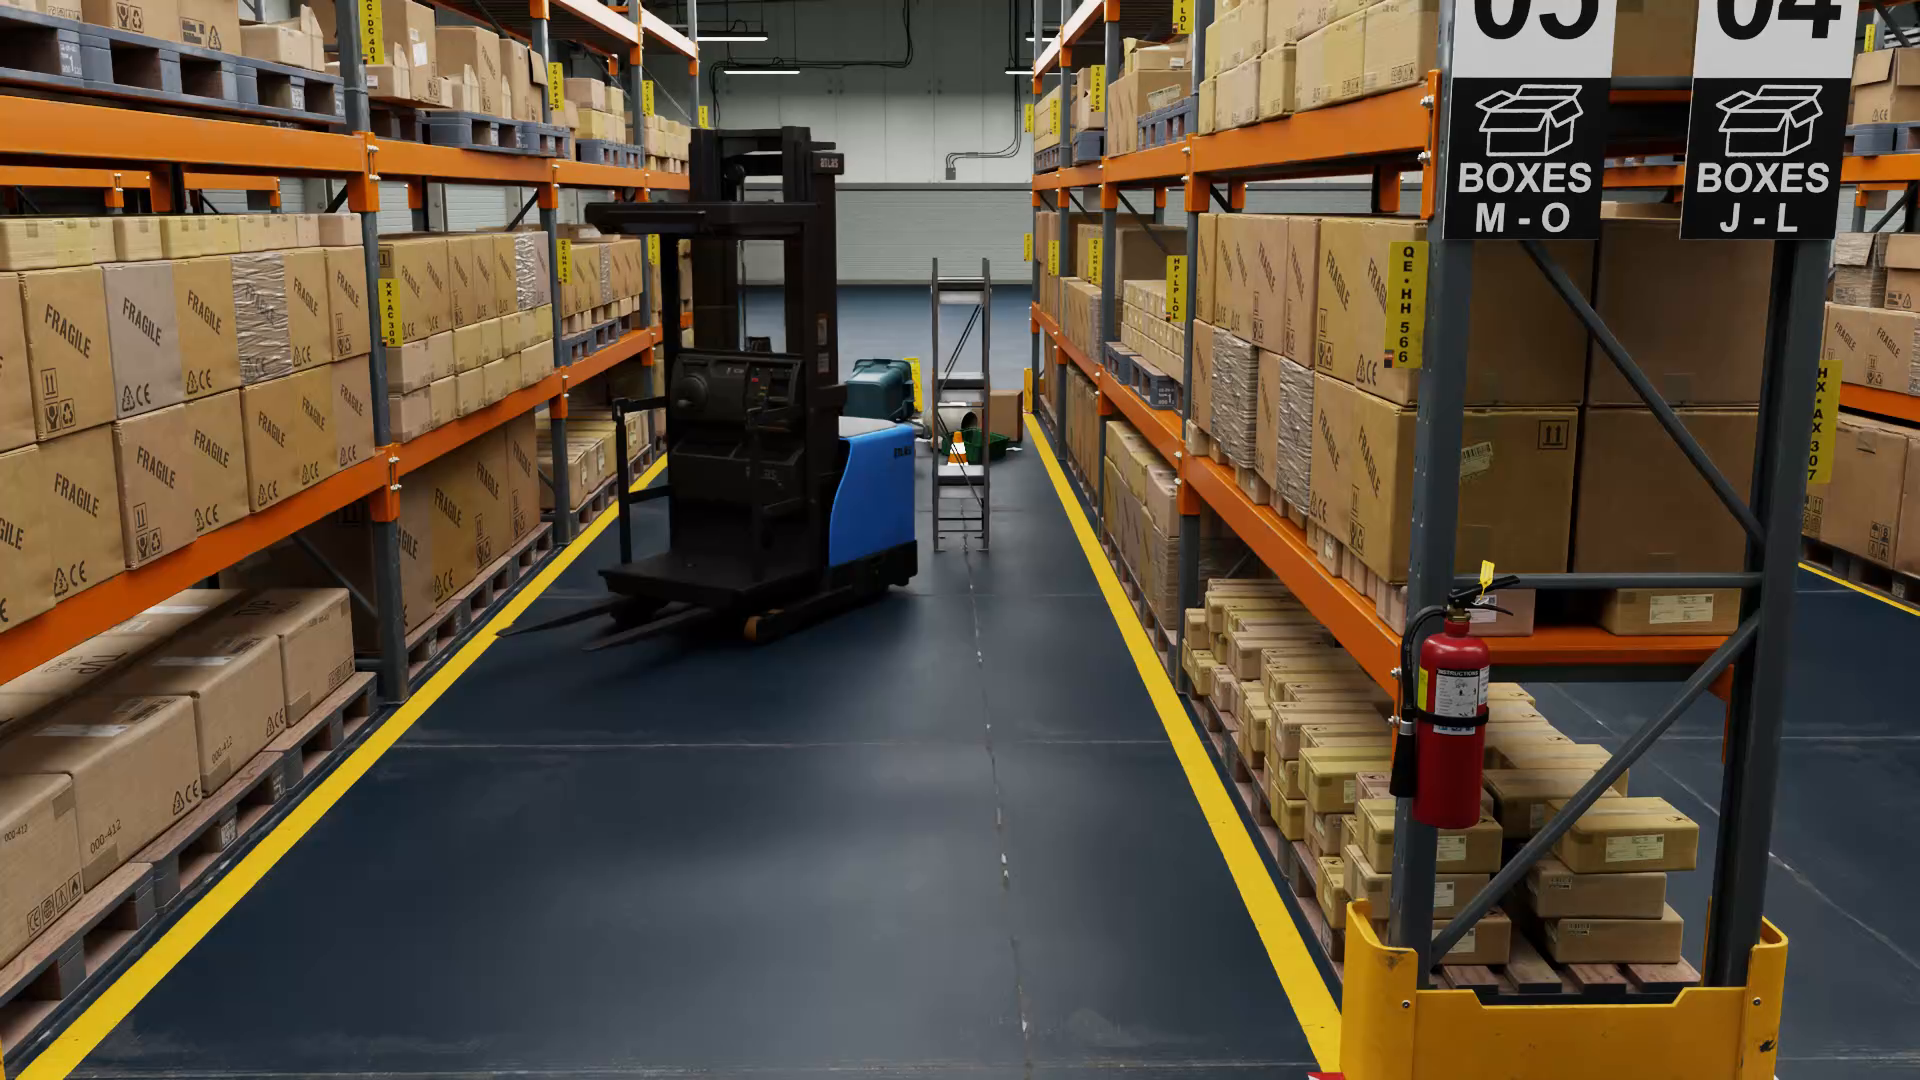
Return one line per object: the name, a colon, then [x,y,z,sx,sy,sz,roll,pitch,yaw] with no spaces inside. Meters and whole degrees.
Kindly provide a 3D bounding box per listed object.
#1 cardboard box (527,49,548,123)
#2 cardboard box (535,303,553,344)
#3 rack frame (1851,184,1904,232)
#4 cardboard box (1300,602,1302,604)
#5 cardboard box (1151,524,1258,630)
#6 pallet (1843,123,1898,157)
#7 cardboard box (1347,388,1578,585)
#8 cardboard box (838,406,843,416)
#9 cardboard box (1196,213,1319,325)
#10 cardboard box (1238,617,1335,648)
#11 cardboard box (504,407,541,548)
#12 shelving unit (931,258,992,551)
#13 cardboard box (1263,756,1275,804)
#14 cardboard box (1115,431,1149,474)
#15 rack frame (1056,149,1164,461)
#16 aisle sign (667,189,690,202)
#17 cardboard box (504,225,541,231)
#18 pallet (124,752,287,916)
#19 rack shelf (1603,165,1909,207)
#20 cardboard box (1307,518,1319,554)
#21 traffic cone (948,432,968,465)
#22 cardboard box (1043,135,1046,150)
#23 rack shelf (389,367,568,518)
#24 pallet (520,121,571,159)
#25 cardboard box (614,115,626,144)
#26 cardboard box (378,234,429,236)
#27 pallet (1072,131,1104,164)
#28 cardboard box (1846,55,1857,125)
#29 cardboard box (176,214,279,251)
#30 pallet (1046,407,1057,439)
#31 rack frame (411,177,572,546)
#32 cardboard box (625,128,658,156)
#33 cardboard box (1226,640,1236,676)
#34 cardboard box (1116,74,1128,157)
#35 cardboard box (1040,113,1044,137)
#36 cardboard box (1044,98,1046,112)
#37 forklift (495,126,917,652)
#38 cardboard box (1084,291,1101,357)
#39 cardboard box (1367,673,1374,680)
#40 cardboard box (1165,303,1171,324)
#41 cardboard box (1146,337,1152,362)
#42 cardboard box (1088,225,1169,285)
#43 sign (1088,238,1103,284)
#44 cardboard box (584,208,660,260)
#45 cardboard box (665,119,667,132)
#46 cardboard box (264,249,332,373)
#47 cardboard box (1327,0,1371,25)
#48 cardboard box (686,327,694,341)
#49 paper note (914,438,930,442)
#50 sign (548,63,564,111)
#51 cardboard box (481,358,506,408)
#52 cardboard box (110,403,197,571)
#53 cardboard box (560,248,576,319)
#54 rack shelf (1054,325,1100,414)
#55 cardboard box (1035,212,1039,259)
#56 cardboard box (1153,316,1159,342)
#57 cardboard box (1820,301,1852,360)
cardboard box: [-3.245,-3.085,11.362,0.797,0.503,0.637,-1,12,-5]
cardboard box: [-3.140,-1.509,11.574,0.500,0.250,0.500,0,11,-1]
rack frame: [11.291,-3.084,20.218,1.000,3.000,0.127,0,11,-1]
cardboard box: [1.893,0.291,8.198,0.380,0.149,0.250,0,11,0]
cardboard box: [1.359,0.195,9.286,0.500,0.500,0.500,0,11,-2]
pallet: [6.571,-2.724,11.370,1.213,0.211,1.003,0,11,1]
cardboard box: [1.442,-0.166,4.835,0.500,0.500,0.500,0,11,0]
cardboard box: [-0.974,-1.342,17.566,0.797,0.637,0.503,0,11,-1]
cardboard box: [1.392,-1.273,7.773,0.500,0.500,0.500,0,11,0]
cardboard box: [1.455,0.448,7.427,0.380,0.149,0.250,-1,11,-3]
cardboard box: [-3.472,-0.460,11.570,0.875,0.875,0.875,0,11,-2]
shelving unit: [0.003,-0.996,12.188,0.431,2.100,0.503,0,11,-1]
cardboard box: [1.392,0.947,6.462,0.380,0.149,0.250,0,11,0]
cardboard box: [1.326,-0.583,11.233,0.500,0.250,0.500,0,11,-2]
rack frame: [1.461,-2.269,16.197,1.000,3.000,0.127,0,11,-1]
aisle sign: [-3.280,-4.311,19.725,0.394,0.787,0.004,0,11,-1]
cardboard box: [-3.705,-2.636,14.322,0.380,0.149,0.250,0,11,2]
pallet: [-3.355,1.123,6.492,1.003,0.211,1.213,0,11,-1]
rack shelf: [6.463,-2.989,14.012,1.077,0.370,4.000,0,11,-1]
cardboard box: [1.427,-0.026,5.776,0.380,0.149,0.250,-1,11,-4]
traffic cone: [-0.021,-0.753,15.105,0.336,0.463,0.334,0,11,-1]
cardboard box: [1.097,-4.295,17.963,0.380,0.149,0.250,0,11,-1]
rack shelf: [-3.362,-0.683,10.191,1.077,0.370,4.000,0,11,-1]
pallet: [-3.337,-2.683,11.169,1.213,0.211,1.003,0,11,1]
cardboard box: [-3.329,-3.715,15.104,0.500,0.250,0.500,0,11,-2]
cardboard box: [-3.623,-1.672,10.488,0.500,0.500,0.500,0,11,0]
pallet: [1.477,-2.979,12.628,1.213,0.211,1.003,0,11,1]
cardboard box: [6.752,-3.332,12.387,0.500,0.500,0.500,0,11,-1]
cardboard box: [-3.081,-1.282,6.938,0.380,0.149,0.250,0,11,-2]
pallet: [1.495,-1.297,18.420,1.003,0.211,1.213,0,11,-1]
rack frame: [-3.404,-1.433,12.079,1.000,3.000,0.127,0,11,-1]
cardboard box: [-3.222,-3.859,16.122,0.500,0.250,0.500,0,11,-2]
cardboard box: [1.449,0.539,7.725,0.380,0.149,0.250,0,11,-1]
cardboard box: [1.306,-2.779,10.915,0.500,0.500,0.500,0,11,-1]
cardboard box: [1.154,-4.563,18.282,0.500,0.250,0.500,0,11,-2]
cardboard box: [1.097,-4.685,17.883,0.380,0.149,0.250,0,11,0]
forklift: [-1.457,-0.939,9.814,1.130,2.935,3.031,7,13,29]
cardboard box: [1.257,-1.710,13.193,0.500,0.500,0.500,0,11,-1]
cardboard box: [1.923,0.636,7.245,0.380,0.149,0.250,0,11,0]
cardboard box: [1.405,-1.337,9.687,0.380,0.149,0.250,-1,11,-3]
cardboard box: [1.380,-1.203,10.520,0.380,0.149,0.250,0,11,0]
cardboard box: [1.499,-2.506,14.602,0.700,0.500,0.500,0,11,-1]
sign: [0.988,-2.038,12.148,0.100,0.325,0.005,0,11,-1]
cardboard box: [-3.279,-3.001,16.295,0.700,0.500,0.500,0,11,-2]
cardboard box: [-3.248,-4.289,17.236,0.380,0.149,0.250,0,11,-2]
cardboard box: [-3.033,-0.983,7.096,0.500,0.500,0.500,0,11,-2]
cardboard box: [1.433,-1.717,5.054,0.500,0.250,0.500,-1,11,-3]
cardboard box: [-3.217,-2.336,18.872,0.380,0.149,0.250,0,11,0]
paper note: [-0.397,-1.072,17.787,0.172,0.023,0.155,4,12,18]
sign: [-2.849,-3.196,11.724,0.100,0.325,0.005,0,11,-1]
cardboard box: [-3.074,-0.957,10.110,0.500,0.250,0.500,0,11,-2]
cardboard box: [-2.992,-0.190,5.700,0.500,0.500,0.500,0,11,-1]
cardboard box: [-3.182,-1.924,12.443,0.500,0.500,0.500,-1,11,-3]
rack shelf: [1.502,-1.519,14.309,1.077,0.370,4.000,0,11,-1]
cardboard box: [1.347,-3.593,19.630,0.875,0.550,0.550,0,11,-1]
cardboard box: [1.390,-1.295,10.228,0.380,0.149,0.250,0,11,1]
cardboard box: [6.242,-1.425,11.788,0.500,0.500,0.500,0,11,1]
